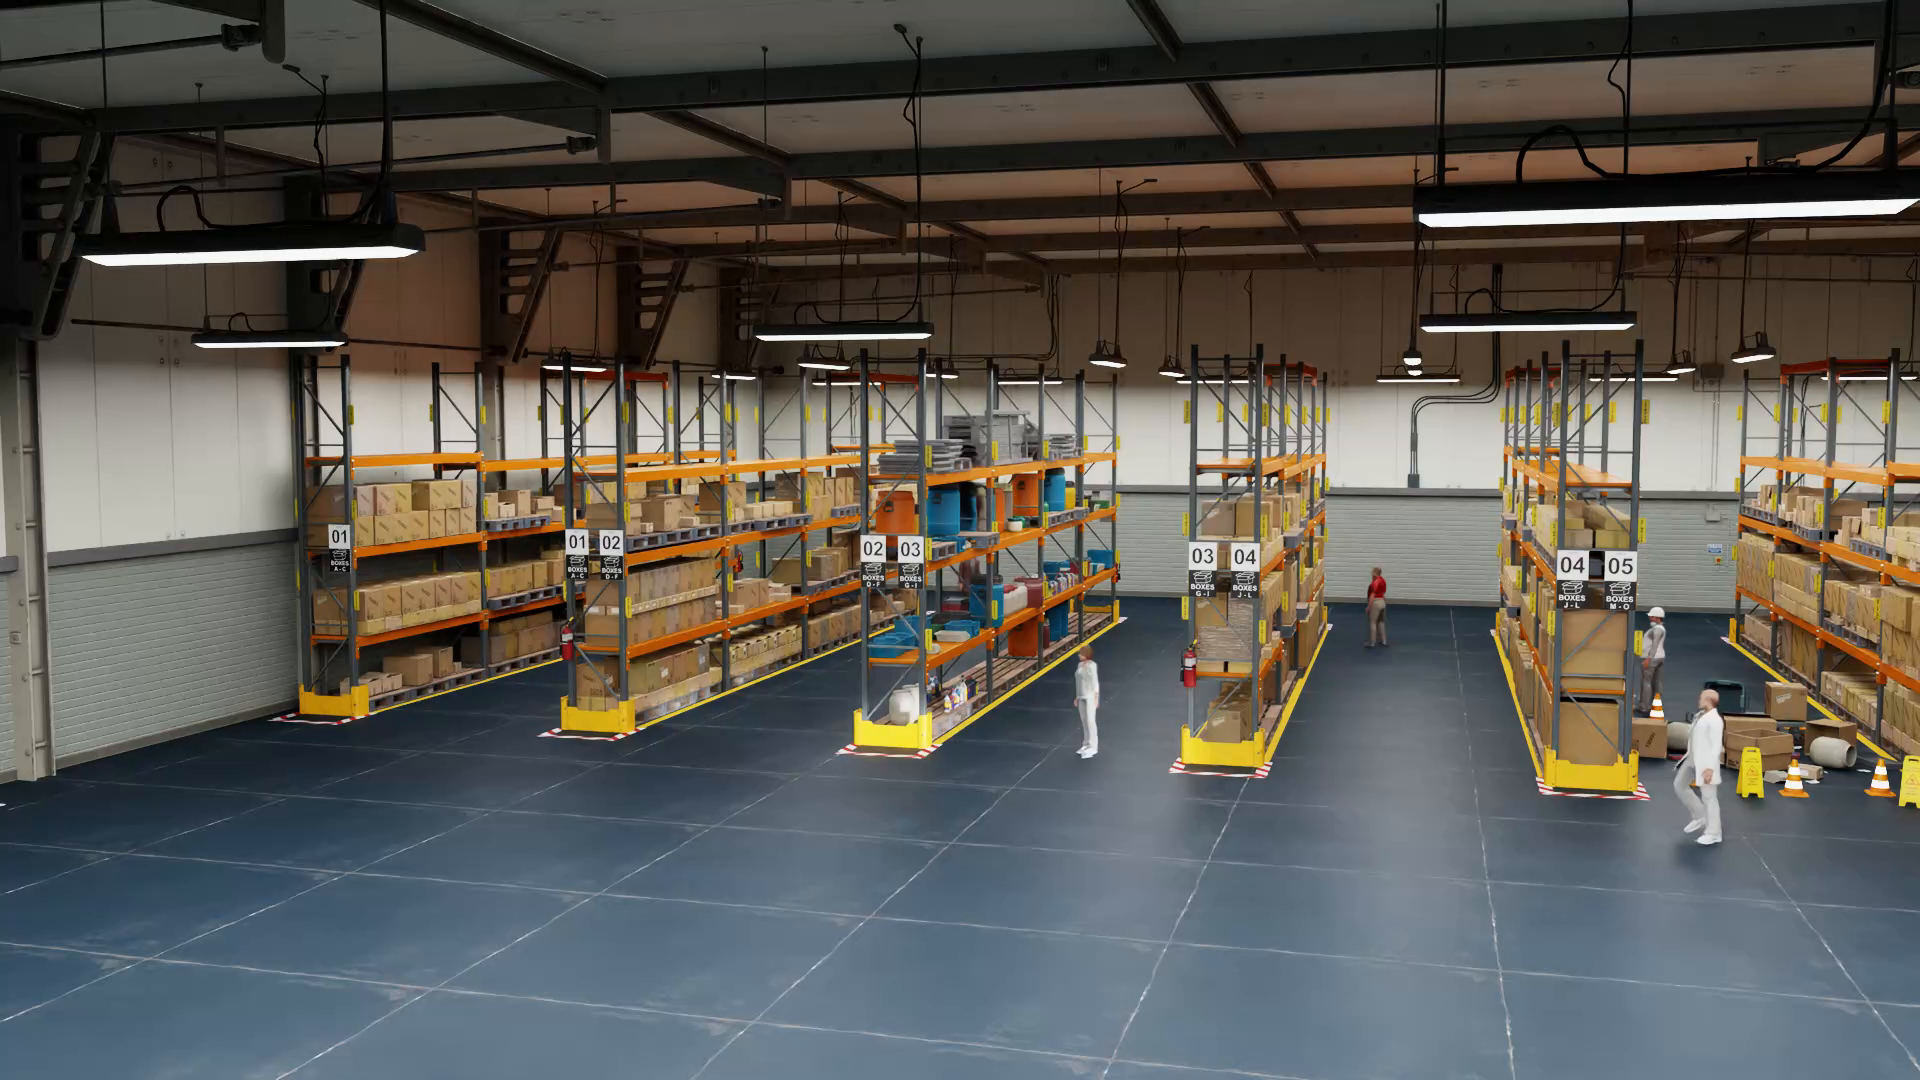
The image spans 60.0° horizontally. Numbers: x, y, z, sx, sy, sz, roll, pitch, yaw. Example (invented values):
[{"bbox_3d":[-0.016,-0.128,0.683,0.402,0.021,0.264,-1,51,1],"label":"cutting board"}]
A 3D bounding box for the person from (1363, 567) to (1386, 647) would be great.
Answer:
[{"bbox_3d":[8.998,1.448,36.020,0.408,1.754,0.646,3,5,38],"label":"person"}]

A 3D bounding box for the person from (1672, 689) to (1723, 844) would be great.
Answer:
[{"bbox_3d":[8.751,2.636,19.559,0.437,1.775,0.672,-1,4,-8],"label":"person"}]

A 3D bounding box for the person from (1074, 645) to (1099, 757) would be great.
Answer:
[{"bbox_3d":[1.852,2.363,24.542,0.394,1.610,0.507,-2,5,-29],"label":"person"}]

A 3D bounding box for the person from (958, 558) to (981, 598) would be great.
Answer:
[{"bbox_3d":[0.300,1.077,40.557,0.611,1.793,0.635,-3,5,-34],"label":"person"}]

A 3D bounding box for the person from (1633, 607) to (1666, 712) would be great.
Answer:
[{"bbox_3d":[11.722,2.019,28.182,0.596,1.778,0.473,-4,6,-44],"label":"person"}]
